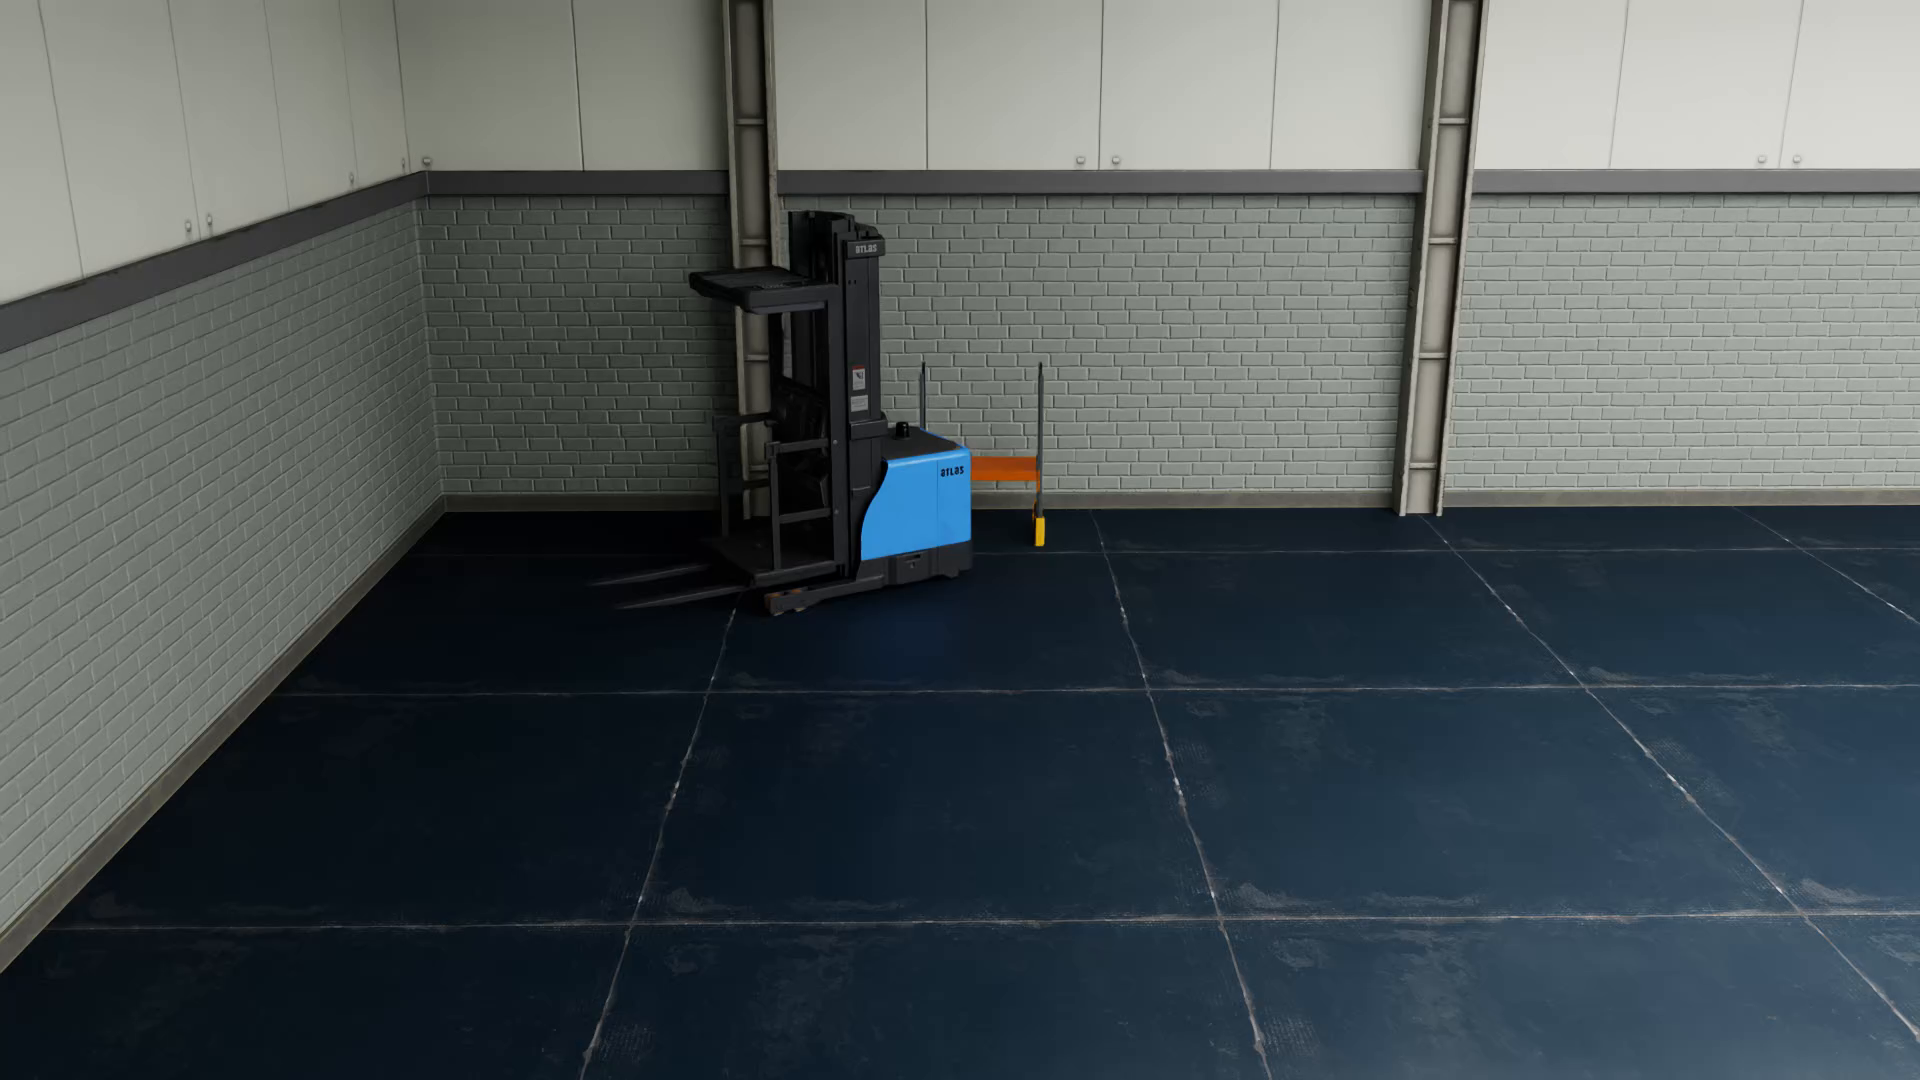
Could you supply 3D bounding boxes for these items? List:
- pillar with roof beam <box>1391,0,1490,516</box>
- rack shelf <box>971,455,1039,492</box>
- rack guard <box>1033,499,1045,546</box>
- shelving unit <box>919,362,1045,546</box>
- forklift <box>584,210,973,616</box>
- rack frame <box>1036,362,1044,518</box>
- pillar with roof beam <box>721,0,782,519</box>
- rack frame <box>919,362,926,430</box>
[{"bbox_3d":[4.287,-3.239,9.913,0.400,9.000,9.100,0,18,-1],"label":"pillar with roof beam"},{"bbox_3d":[0.185,-0.585,14.503,1.000,0.185,0.538,0,18,1],"label":"rack shelf"},{"bbox_3d":[0.692,-0.158,14.630,0.087,0.250,0.587,0,18,1],"label":"rack guard"},{"bbox_3d":[0.194,-0.756,14.448,1.083,1.500,0.587,0,18,1],"label":"shelving unit"},{"bbox_3d":[-1.425,-1.000,12.868,3.031,2.935,1.130,-10,21,-29],"label":"forklift"},{"bbox_3d":[0.694,-0.753,14.439,0.032,1.500,0.500,0,18,1],"label":"rack frame"},{"bbox_3d":[-1.712,-3.210,9.822,0.400,9.000,9.100,0,18,-1],"label":"pillar with roof beam"},{"bbox_3d":[-0.323,-0.759,14.458,0.032,1.500,0.500,0,18,1],"label":"rack frame"}]
